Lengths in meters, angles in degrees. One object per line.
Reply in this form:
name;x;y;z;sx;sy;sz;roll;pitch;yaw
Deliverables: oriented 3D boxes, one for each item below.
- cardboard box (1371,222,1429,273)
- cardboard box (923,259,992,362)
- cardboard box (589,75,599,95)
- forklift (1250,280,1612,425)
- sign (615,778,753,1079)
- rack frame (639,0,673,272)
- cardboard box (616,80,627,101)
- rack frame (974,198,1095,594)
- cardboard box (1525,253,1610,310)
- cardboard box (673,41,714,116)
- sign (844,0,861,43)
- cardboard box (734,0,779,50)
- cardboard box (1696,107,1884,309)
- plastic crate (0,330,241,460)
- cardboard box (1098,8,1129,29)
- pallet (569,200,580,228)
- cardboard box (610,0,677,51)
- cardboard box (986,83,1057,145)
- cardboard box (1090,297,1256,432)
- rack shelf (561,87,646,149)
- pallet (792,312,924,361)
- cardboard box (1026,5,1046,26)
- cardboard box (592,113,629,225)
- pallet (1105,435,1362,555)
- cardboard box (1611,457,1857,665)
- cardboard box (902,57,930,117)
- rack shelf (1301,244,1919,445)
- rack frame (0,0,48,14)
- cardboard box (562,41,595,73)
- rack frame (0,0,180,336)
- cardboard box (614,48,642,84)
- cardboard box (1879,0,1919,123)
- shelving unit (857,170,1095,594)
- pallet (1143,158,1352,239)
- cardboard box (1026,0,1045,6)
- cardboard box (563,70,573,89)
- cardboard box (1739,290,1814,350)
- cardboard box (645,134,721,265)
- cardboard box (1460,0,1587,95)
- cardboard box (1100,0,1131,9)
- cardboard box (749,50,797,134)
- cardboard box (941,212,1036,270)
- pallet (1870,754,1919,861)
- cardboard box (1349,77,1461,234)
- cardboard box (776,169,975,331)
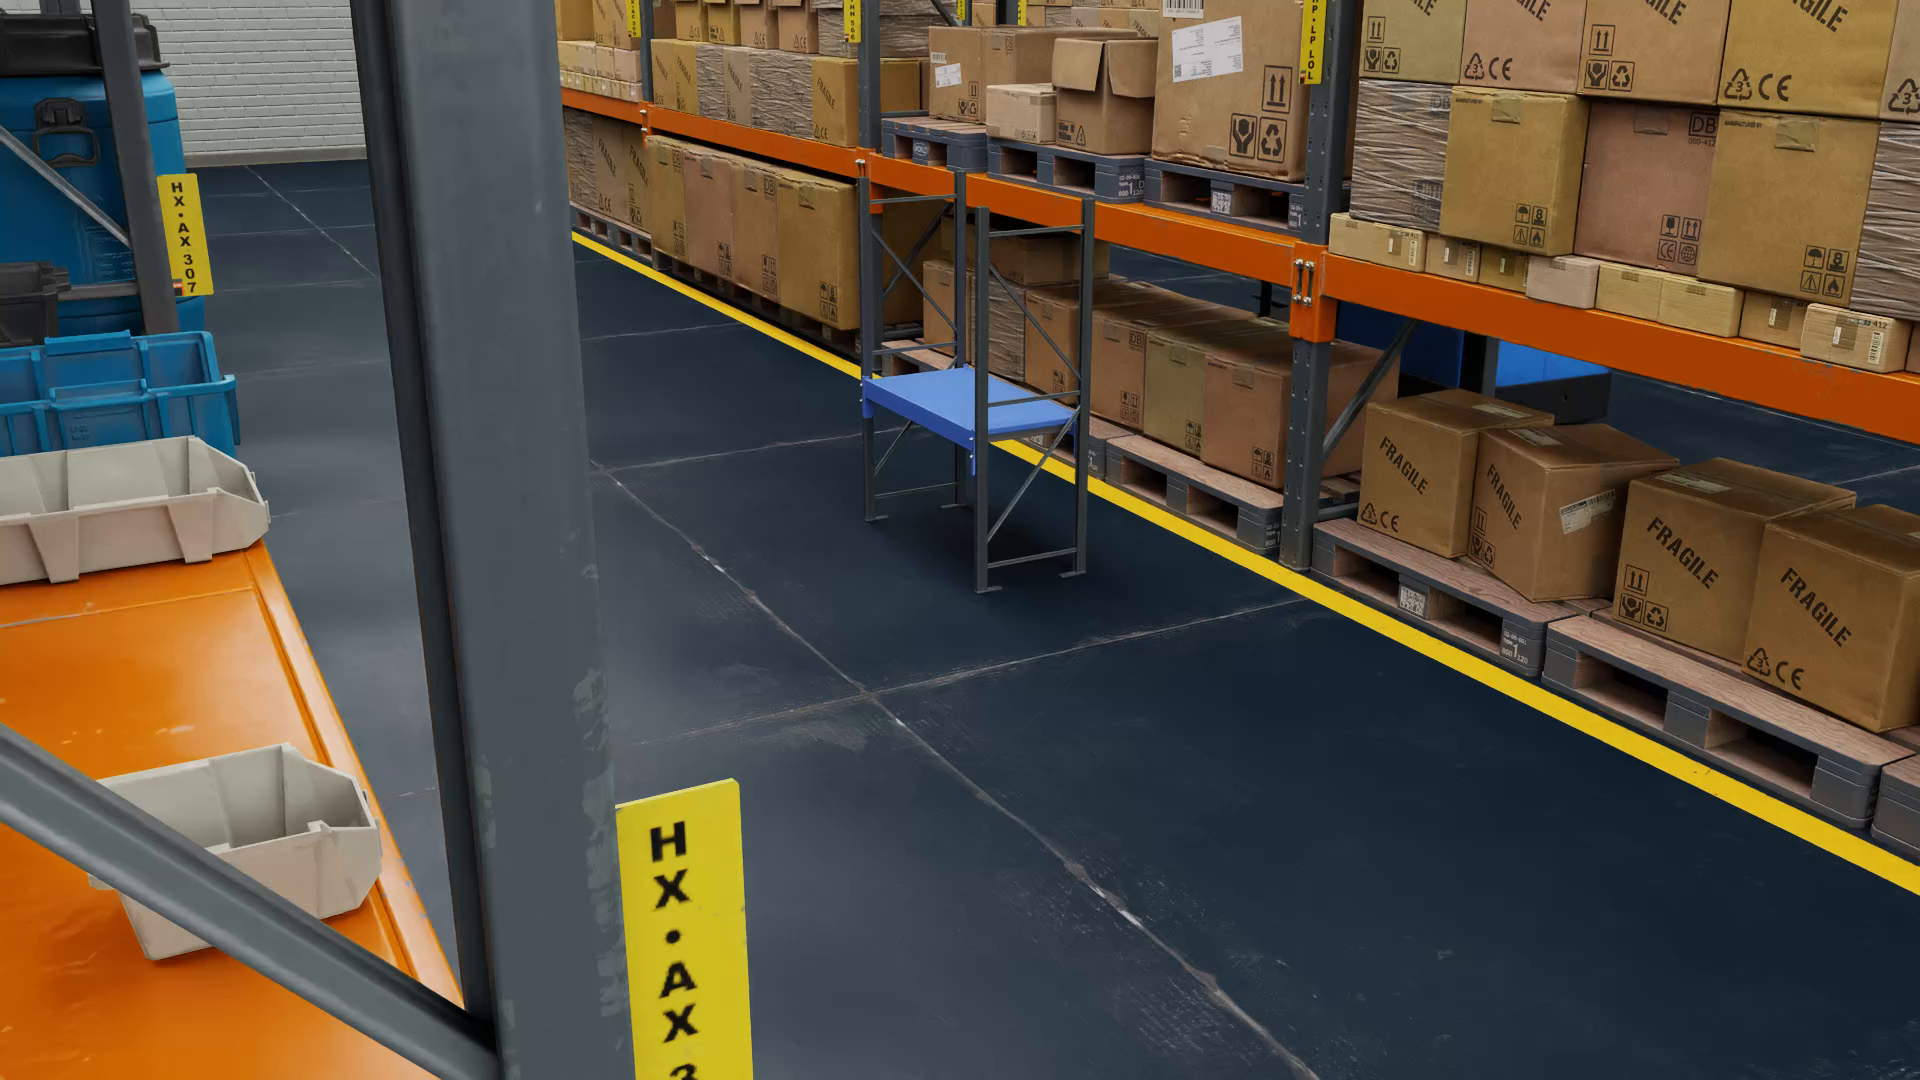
cardboard box;1.722;-1.075;6.034;0.380;0.149;0.250;-10;21;-27
cardboard box;0.213;-1.361;9.636;0.700;0.500;0.500;-11;22;-30
cardboard box;-2.944;-3.886;14.180;0.380;0.149;0.250;-10;21;-26
forklift;2.363;-2.350;9.449;1.130;2.935;3.031;-9;21;-23
sign;-0.196;0.325;1.168;0.100;0.325;0.005;-10;21;-27
rack frame;-2.022;-3.673;13.176;1.000;3.000;0.127;-10;21;-27
cardboard box;-2.578;-3.665;13.538;0.380;0.149;0.250;-10;21;-26
rack frame;0.282;-0.539;6.393;0.500;1.500;0.032;-10;21;-27
cardboard box;2.074;-0.859;5.408;0.380;0.149;0.250;-10;21;-27
cardboard box;-1.784;-3.405;12.247;0.500;0.500;0.500;-10;21;-27
sign;-0.609;-2.985;9.408;0.100;0.325;0.005;-10;21;-27
cardboard box;-1.087;-3.637;11.382;0.797;0.503;0.637;-9;21;-25
cardboard box;2.670;-0.998;4.817;0.875;0.500;0.500;-10;21;-27
plastic crate;-1.817;-0.263;3.523;0.499;0.251;0.616;-10;21;-27
cardboard box;1.667;-4.844;15.962;0.500;0.500;0.500;-11;22;-28
pallet;-3.473;-3.285;16.328;1.003;0.211;1.213;-10;21;-27
cardboard box;-2.475;-4.187;13.292;0.500;0.500;0.500;-9;21;-25
cardboard box;0.471;-2.135;8.307;0.500;0.250;0.500;-11;22;-28
cardboard box;1.029;-0.882;8.248;0.700;0.500;0.500;-12;22;-31
rack shelf;-2.971;-3.907;14.957;1.077;0.370;4.000;-10;21;-27
pallet;-0.430;-1.444;10.993;1.003;0.211;1.213;-10;21;-27
cardboard box;0.960;-5.284;17.237;0.500;0.500;0.500;-10;21;-26
cardboard box;-2.692;-3.327;14.788;0.875;0.875;0.875;-10;21;-27
pallet;1.406;-0.281;7.622;1.003;0.211;1.213;-10;21;-27
cardboard box;2.574;0.057;5.555;0.500;0.500;0.500;-12;22;-31
cardboard box;-0.114;-2.753;10.358;0.500;0.500;0.500;-9;21;-25
rack shelf;2.727;-0.462;4.974;1.077;0.370;4.000;-10;21;-27
rack frame;-8.280;-4.054;14.280;1.000;3.000;0.127;-10;21;-27
cardboard box;-3.190;-4.269;14.678;0.500;0.250;0.500;-10;22;-28
rack frame;-2.582;-0.609;4.297;1.000;3.000;0.127;-10;21;-27
cardboard box;-2.462;-3.828;13.401;0.500;0.250;0.500;-10;22;-28
cardboard box;2.720;-1.294;4.142;0.500;0.500;0.500;-10;21;-27
shelving unit;0.041;-0.684;6.816;0.538;1.500;1.048;-10;21;-27
pallet;1.542;-1.527;7.253;1.003;0.211;1.213;-10;21;-27
cardboard box;0.944;-5.754;17.066;0.500;0.500;0.500;-11;22;-28
cardboard box;-3.311;-4.108;14.822;0.380;0.149;0.250;-11;22;-28
cardboard box;2.497;-0.656;4.818;0.380;0.149;0.250;-10;21;-27
cardboard box;-1.700;-2.686;12.931;1.225;0.875;0.875;-10;21;-26
cardboard box;2.006;-1.725;5.389;0.500;0.500;0.500;-10;21;-27
cardboard box;1.680;-5.313;15.788;0.500;0.500;0.500;-11;22;-28
cardboard box;-1.056;-2.967;10.979;0.500;0.500;0.500;-11;22;-28
cardboard box;0.222;-1.717;9.518;0.500;0.250;0.500;-9;21;-24
pallet;3.286;0.830;4.403;1.003;0.211;1.213;-10;21;-27
cardboard box;1.936;-1.425;6.054;0.875;0.500;0.500;-10;21;-27
cardboard box;-0.432;-1.920;10.710;1.225;0.875;0.875;-11;22;-29
